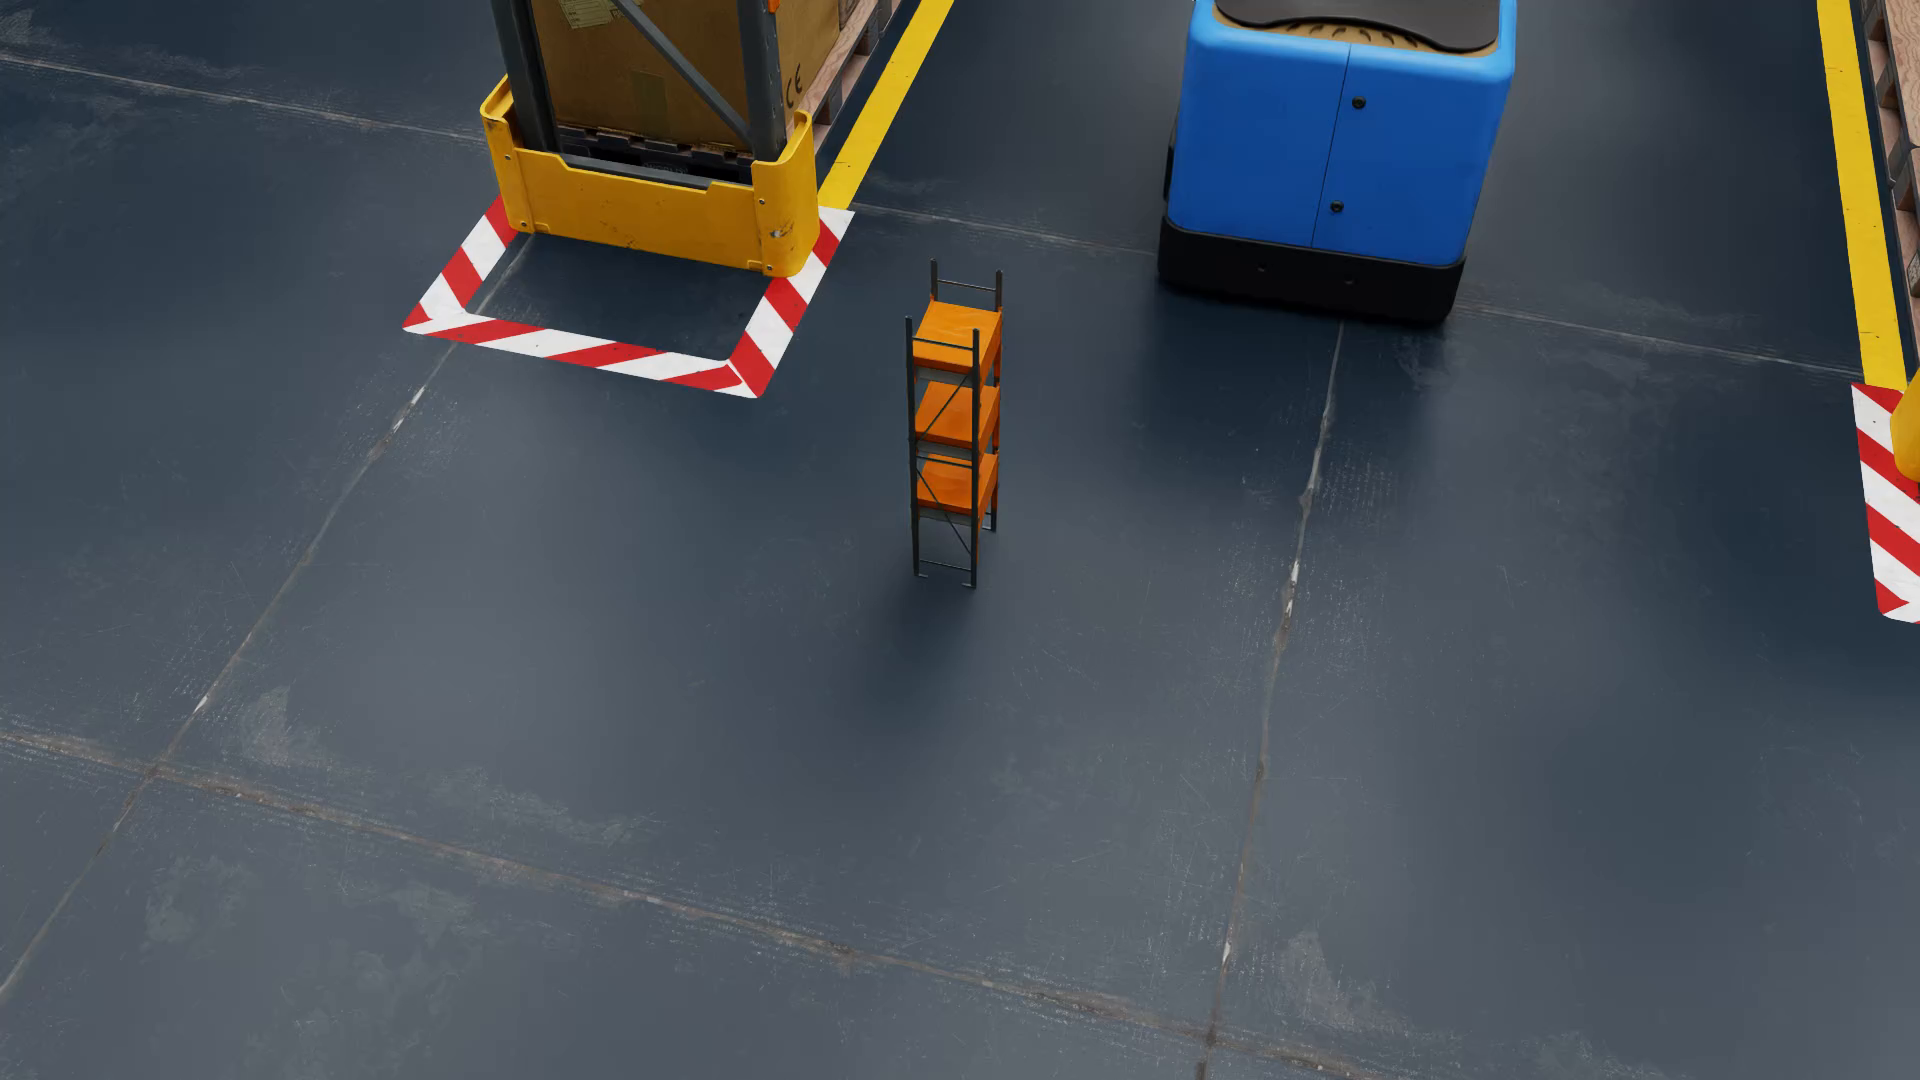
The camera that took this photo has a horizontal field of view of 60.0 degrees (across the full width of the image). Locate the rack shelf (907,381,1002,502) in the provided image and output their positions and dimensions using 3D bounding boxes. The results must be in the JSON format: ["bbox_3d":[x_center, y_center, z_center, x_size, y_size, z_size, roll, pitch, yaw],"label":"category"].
[{"bbox_3d":[-0.014,-0.302,4.830,0.215,0.259,0.240,12,50,10],"label":"rack shelf"}]

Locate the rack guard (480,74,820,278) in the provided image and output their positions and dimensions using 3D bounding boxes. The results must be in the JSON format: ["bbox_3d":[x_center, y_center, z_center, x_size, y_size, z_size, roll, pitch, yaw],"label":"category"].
[{"bbox_3d":[-1.121,-1.354,6.111,1.175,0.500,0.348,12,50,10],"label":"rack guard"}]

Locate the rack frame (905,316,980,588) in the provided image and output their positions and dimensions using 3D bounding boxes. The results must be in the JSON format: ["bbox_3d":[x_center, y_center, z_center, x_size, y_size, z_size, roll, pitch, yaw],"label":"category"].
[{"bbox_3d":[-0.046,-0.220,4.744,0.200,1.050,0.008,12,50,10],"label":"rack frame"}]

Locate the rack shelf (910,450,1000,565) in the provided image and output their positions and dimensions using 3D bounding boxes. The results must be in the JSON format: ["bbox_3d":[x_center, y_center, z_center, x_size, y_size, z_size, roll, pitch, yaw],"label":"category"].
[{"bbox_3d":[-0.014,-0.118,5.039,0.215,0.259,0.240,12,50,10],"label":"rack shelf"}]

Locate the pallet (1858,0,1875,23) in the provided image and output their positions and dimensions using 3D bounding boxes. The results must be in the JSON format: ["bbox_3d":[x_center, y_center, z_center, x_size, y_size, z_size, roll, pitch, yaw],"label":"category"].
[{"bbox_3d":[4.560,-2.652,7.450,1.003,0.211,1.213,12,50,10],"label":"pallet"}]

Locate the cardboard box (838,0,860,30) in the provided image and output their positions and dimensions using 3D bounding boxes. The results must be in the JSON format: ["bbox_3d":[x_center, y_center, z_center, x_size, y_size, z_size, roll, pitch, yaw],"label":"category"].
[{"bbox_3d":[-0.784,-2.771,6.832,0.875,0.875,0.875,12,50,10],"label":"cardboard box"}]

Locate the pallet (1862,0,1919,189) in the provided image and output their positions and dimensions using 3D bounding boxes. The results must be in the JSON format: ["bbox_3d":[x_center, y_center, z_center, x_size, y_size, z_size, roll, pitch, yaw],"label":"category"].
[{"bbox_3d":[4.241,-1.767,6.669,1.003,0.211,1.213,12,50,10],"label":"pallet"}]

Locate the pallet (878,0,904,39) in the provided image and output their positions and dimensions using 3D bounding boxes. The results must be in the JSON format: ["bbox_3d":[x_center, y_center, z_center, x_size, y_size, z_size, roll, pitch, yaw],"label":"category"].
[{"bbox_3d":[-0.657,-2.749,7.536,1.003,0.211,1.213,12,50,10],"label":"pallet"}]

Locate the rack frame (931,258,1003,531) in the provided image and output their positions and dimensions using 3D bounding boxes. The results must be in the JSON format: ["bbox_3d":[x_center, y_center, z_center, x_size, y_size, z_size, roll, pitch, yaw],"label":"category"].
[{"bbox_3d":[0.018,-0.397,4.900,0.200,1.050,0.008,12,50,10],"label":"rack frame"}]

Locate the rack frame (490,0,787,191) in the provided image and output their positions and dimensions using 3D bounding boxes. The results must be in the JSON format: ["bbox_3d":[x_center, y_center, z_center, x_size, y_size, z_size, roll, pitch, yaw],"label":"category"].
[{"bbox_3d":[-1.115,-2.198,5.190,1.000,3.000,0.127,12,50,10],"label":"rack frame"}]

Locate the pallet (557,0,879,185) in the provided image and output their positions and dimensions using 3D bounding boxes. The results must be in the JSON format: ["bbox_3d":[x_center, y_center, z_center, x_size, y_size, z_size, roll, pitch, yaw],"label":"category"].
[{"bbox_3d":[-0.980,-1.869,6.759,1.003,0.211,1.213,12,50,10],"label":"pallet"}]

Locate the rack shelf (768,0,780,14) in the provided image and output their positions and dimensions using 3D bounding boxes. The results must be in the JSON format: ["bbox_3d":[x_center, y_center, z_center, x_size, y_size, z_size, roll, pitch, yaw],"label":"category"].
[{"bbox_3d":[-0.589,-3.407,6.736,1.077,0.370,4.000,12,50,10],"label":"rack shelf"}]

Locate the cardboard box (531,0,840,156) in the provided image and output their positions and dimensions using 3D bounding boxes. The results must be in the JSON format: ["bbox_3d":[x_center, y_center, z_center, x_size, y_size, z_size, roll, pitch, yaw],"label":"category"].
[{"bbox_3d":[-1.024,-2.113,6.251,0.875,0.875,0.875,12,50,10],"label":"cardboard box"}]

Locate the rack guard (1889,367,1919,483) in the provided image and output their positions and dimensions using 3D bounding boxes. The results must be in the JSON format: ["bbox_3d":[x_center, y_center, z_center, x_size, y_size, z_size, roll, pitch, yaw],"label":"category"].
[{"bbox_3d":[3.670,-0.374,5.247,1.175,0.500,0.348,12,50,10],"label":"rack guard"}]

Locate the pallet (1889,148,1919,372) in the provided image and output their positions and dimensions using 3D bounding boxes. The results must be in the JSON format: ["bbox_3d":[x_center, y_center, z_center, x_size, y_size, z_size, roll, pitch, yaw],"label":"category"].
[{"bbox_3d":[3.918,-0.887,5.892,1.003,0.211,1.213,12,50,10],"label":"pallet"}]

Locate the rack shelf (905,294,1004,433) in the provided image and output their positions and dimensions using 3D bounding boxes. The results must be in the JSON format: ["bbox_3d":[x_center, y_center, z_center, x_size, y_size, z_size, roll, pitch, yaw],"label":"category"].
[{"bbox_3d":[-0.014,-0.489,4.617,0.215,0.259,0.240,12,50,10],"label":"rack shelf"}]

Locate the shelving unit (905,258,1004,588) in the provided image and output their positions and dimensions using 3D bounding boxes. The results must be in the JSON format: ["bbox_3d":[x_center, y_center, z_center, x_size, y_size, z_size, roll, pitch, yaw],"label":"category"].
[{"bbox_3d":[-0.014,-0.309,4.822,0.215,1.050,0.252,12,50,10],"label":"shelving unit"}]

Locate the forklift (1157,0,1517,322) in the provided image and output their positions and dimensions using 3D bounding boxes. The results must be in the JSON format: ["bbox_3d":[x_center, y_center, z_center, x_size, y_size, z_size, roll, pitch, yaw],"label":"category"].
[{"bbox_3d":[1.551,-2.865,5.824,1.130,2.935,3.031,10,49,9],"label":"forklift"}]
